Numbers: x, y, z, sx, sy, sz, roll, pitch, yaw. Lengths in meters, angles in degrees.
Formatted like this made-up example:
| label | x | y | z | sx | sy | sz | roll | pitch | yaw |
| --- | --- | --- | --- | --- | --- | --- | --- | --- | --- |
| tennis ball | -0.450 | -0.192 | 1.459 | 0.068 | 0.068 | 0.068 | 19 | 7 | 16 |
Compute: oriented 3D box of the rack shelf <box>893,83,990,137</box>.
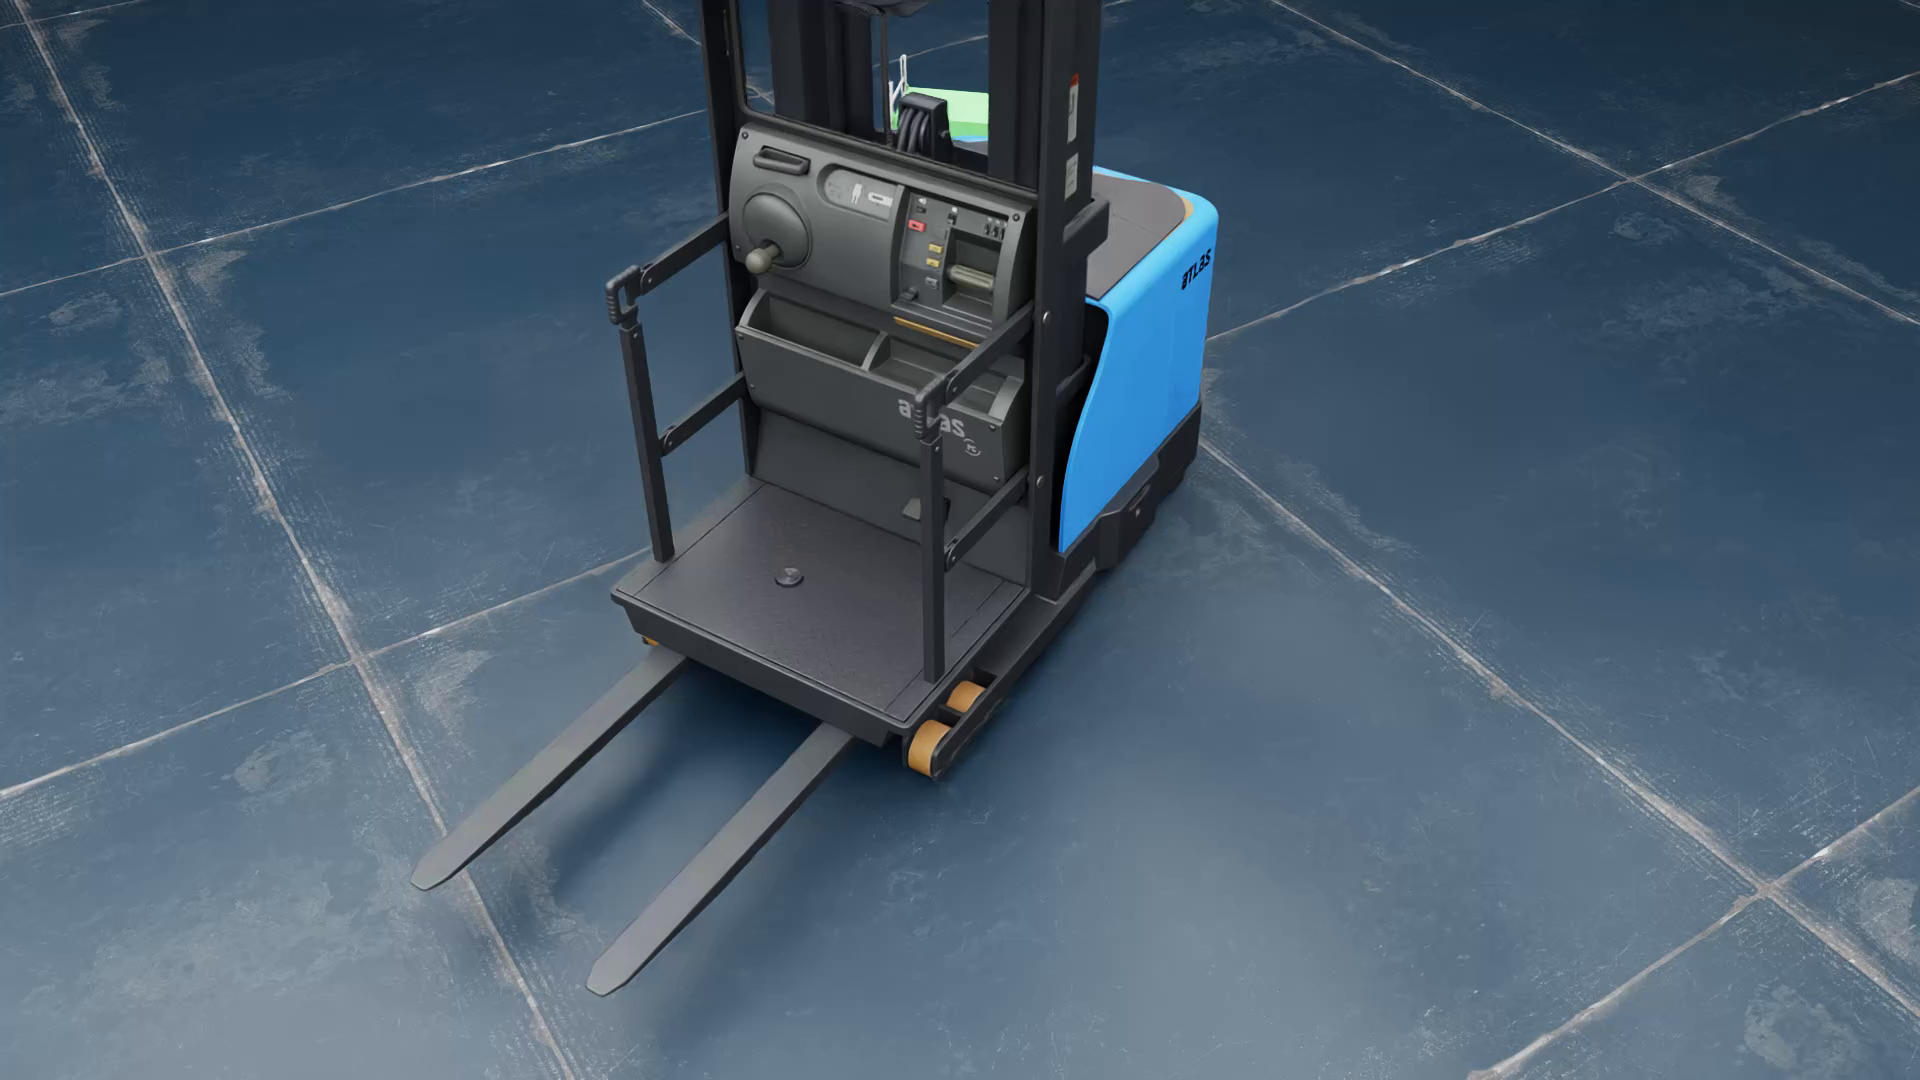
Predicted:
| label | x | y | z | sx | sy | sz | roll | pitch | yaw |
| --- | --- | --- | --- | --- | --- | --- | --- | --- | --- |
| rack shelf | 0.021 | -1.496 | 5.957 | 0.480 | 0.148 | 0.258 | 7 | 40 | 8 |

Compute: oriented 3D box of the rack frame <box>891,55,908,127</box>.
| label | x | y | z | sx | sy | sz | roll | pitch | yaw |
| --- | --- | --- | --- | --- | --- | --- | --- | --- | --- |
| rack frame | -0.220 | -1.203 | 6.256 | 0.015 | 1.200 | 0.240 | 7 | 40 | 8 |

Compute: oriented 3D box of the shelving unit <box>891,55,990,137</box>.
| label | x | y | z | sx | sy | sz | roll | pitch | yaw |
| --- | --- | --- | --- | --- | --- | --- | --- | --- | --- |
| shelving unit | 0.020 | -1.175 | 6.222 | 0.503 | 1.200 | 0.258 | 7 | 40 | 8 |

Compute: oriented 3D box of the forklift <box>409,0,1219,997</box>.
| label | x | y | z | sx | sy | sz | roll | pitch | yaw |
| --- | --- | --- | --- | --- | --- | --- | --- | --- | --- |
| forklift | -0.352 | -0.773 | 4.388 | 1.130 | 2.935 | 3.031 | 22 | 45 | 24 |
